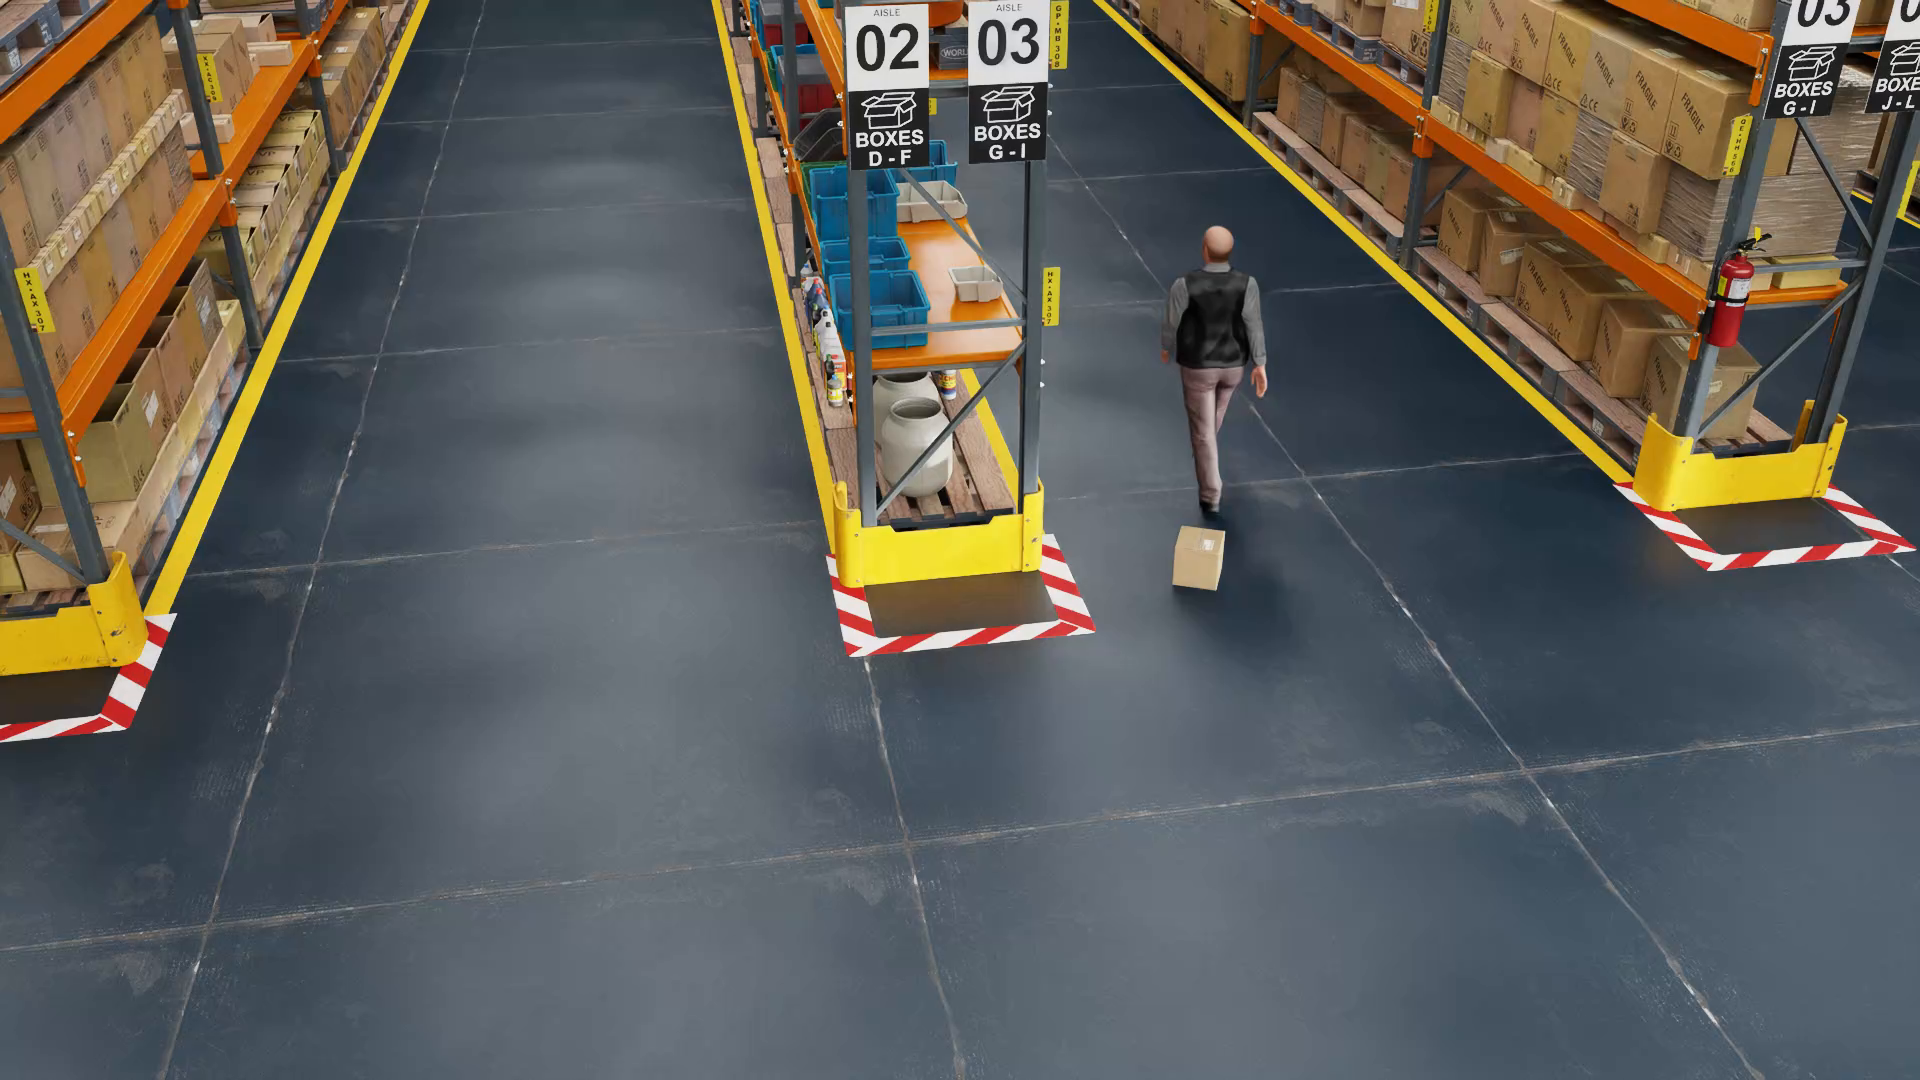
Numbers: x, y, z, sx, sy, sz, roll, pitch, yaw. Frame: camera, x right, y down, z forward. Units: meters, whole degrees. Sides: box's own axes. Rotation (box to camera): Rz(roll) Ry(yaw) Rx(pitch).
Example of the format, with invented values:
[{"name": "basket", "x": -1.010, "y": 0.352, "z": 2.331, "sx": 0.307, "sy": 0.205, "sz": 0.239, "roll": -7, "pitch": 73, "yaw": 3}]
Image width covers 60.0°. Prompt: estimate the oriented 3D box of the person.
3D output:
[{"name": "person", "x": 1.494, "y": -1.085, "z": 10.013, "sx": 0.576, "sy": 1.656, "sz": 1.096, "roll": -6, "pitch": 31, "yaw": -10}]
